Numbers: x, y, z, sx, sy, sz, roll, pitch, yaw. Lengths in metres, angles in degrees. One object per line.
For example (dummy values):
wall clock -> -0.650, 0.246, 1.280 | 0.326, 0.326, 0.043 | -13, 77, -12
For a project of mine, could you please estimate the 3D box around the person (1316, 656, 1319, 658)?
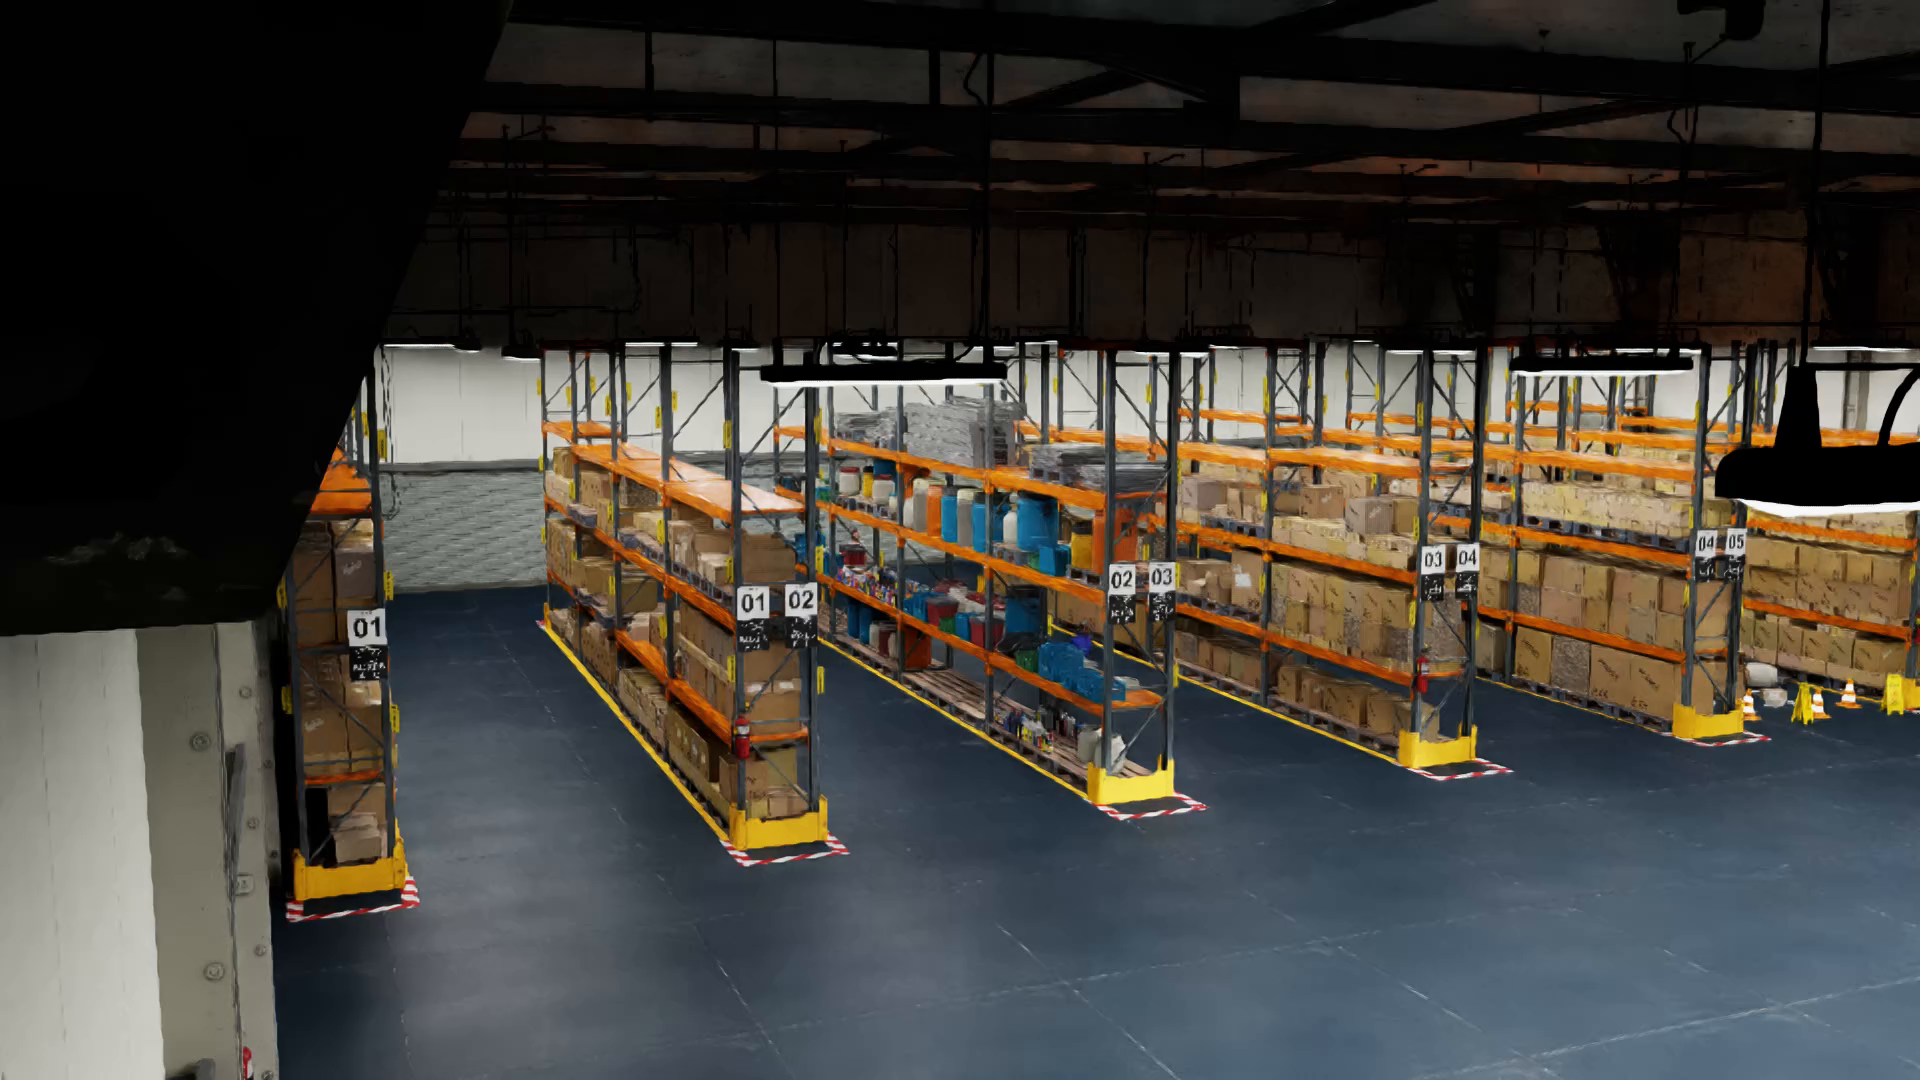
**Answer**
person -> 6.746, 1.350, 31.726 | 0.567, 1.736, 1.044 | -3, 8, -23

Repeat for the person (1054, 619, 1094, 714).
person -> 1.929, 2.051, 26.909 | 0.623, 1.577, 0.813 | -7, 10, -42

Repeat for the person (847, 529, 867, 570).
person -> -2.394, 0.555, 38.377 | 0.453, 1.582, 1.019 | -3, 8, -23
